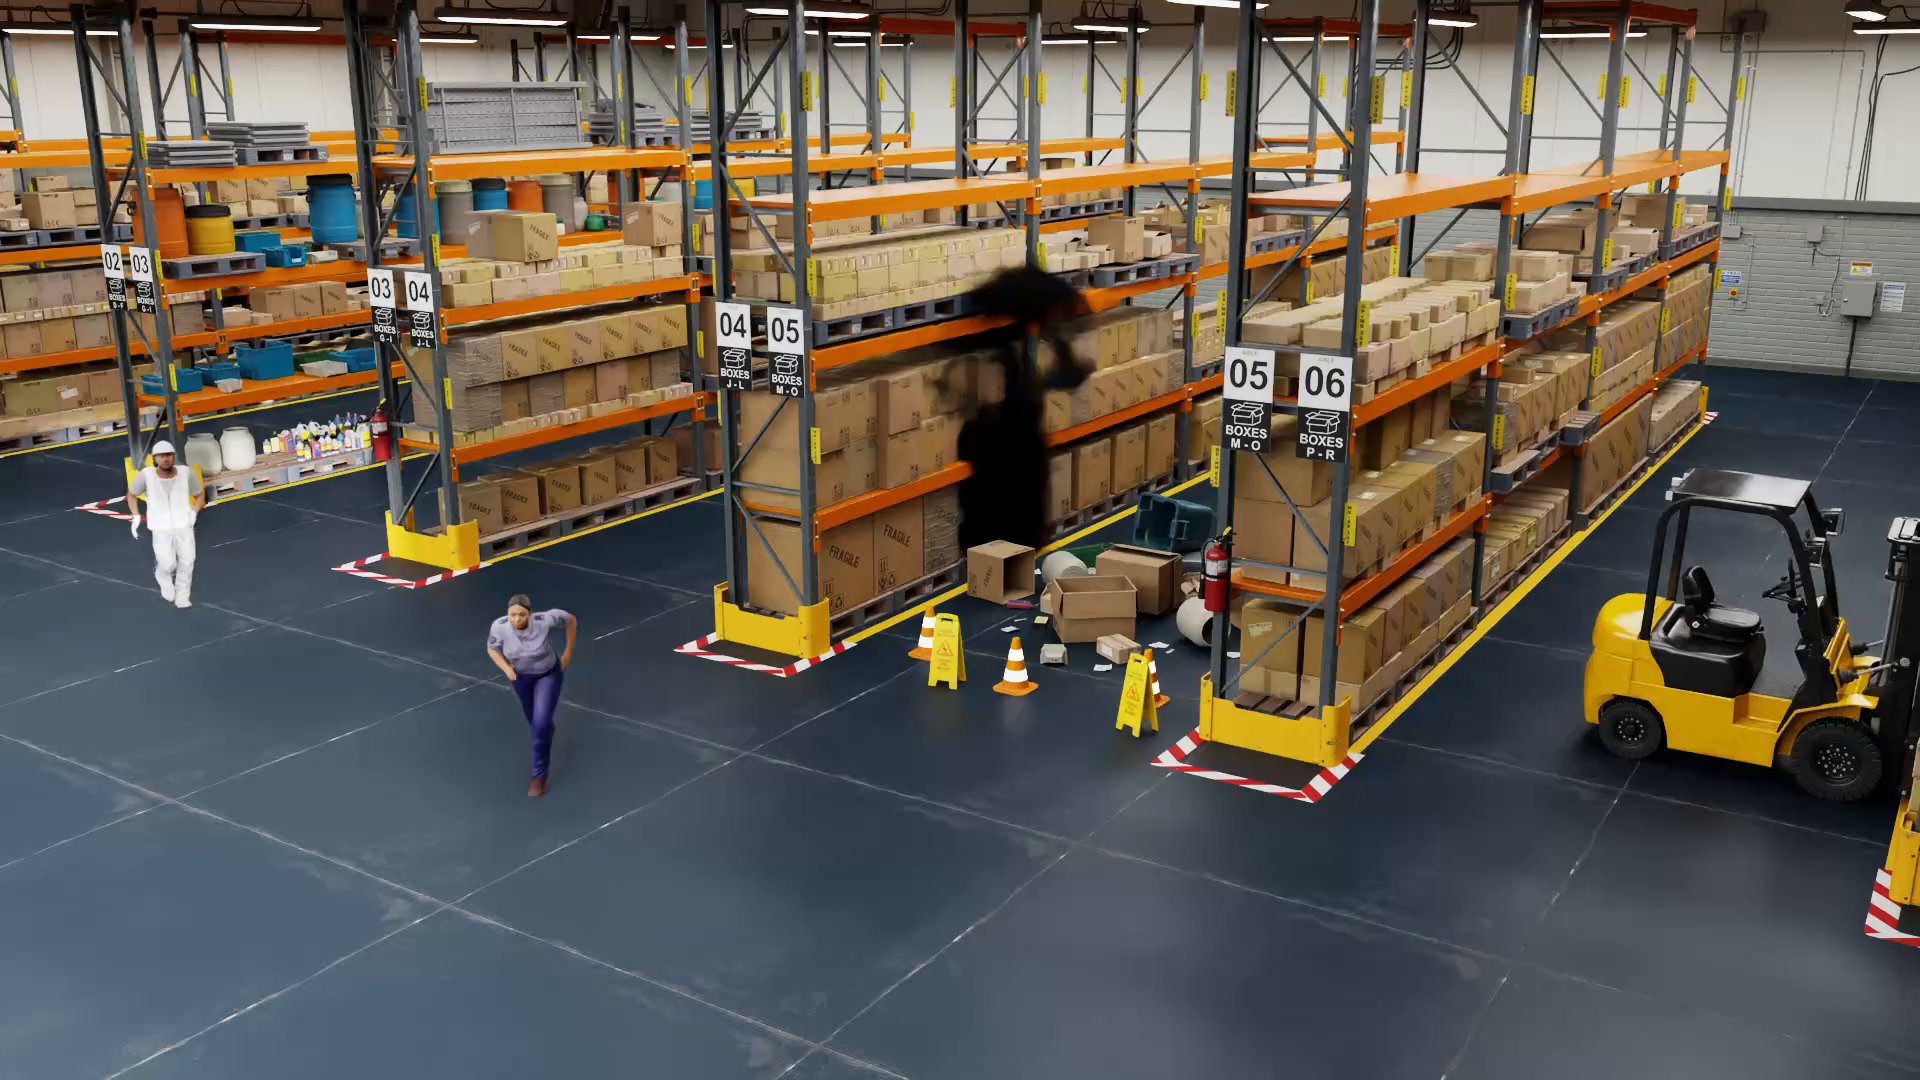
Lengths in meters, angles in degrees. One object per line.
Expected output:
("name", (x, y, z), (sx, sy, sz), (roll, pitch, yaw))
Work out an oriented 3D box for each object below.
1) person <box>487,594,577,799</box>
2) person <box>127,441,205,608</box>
("person", (-3.189, 1.071, 12.576), (0.649, 1.612, 0.958), (-1, 16, -4))
("person", (-7.793, -0.125, 16.425), (0.688, 1.727, 0.619), (-10, 18, -31))
